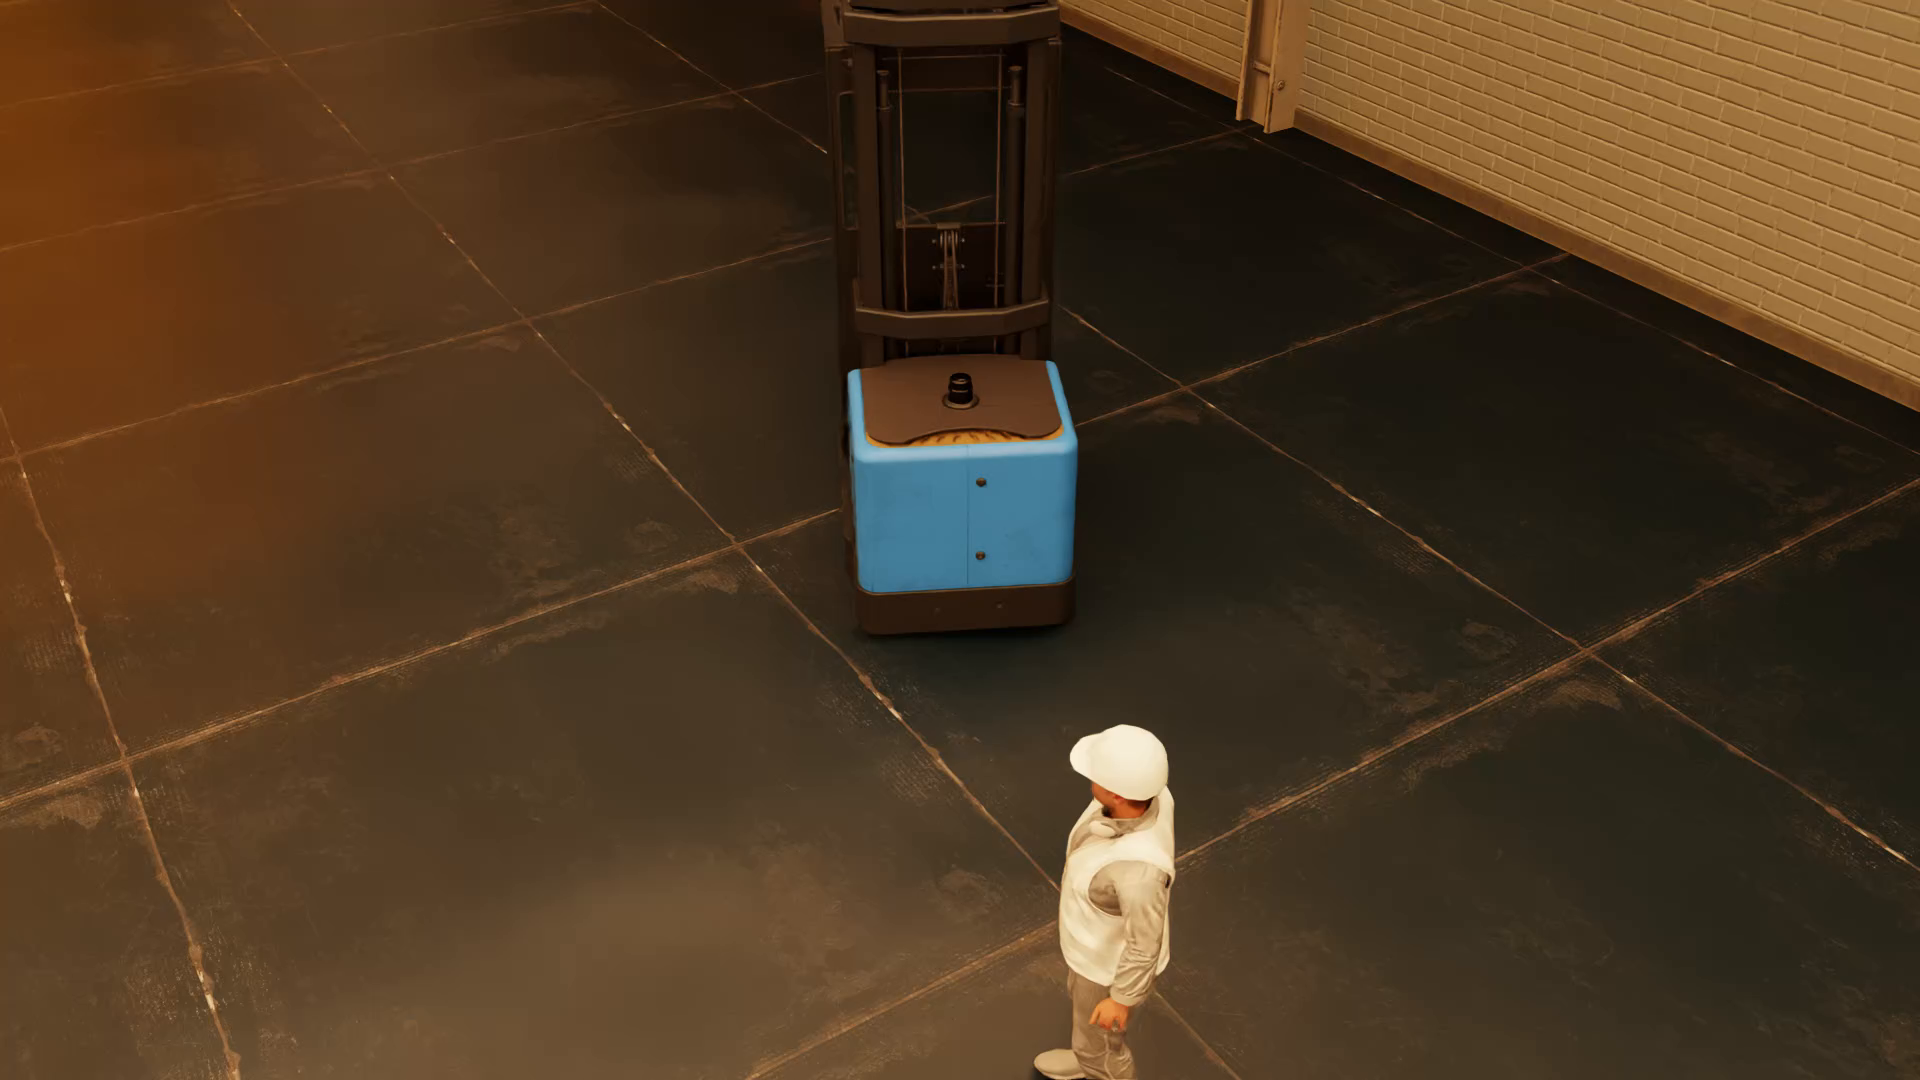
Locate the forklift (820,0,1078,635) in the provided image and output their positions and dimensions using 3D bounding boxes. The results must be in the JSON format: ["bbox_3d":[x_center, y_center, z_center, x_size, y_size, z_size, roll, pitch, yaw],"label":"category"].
[{"bbox_3d":[-0.101,-1.578,8.393,1.130,2.935,3.031,-3,35,-4],"label":"forklift"}]

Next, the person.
[{"bbox_3d":[0.464,1.269,5.351,0.404,1.776,0.617,1,35,1],"label":"person"}]
